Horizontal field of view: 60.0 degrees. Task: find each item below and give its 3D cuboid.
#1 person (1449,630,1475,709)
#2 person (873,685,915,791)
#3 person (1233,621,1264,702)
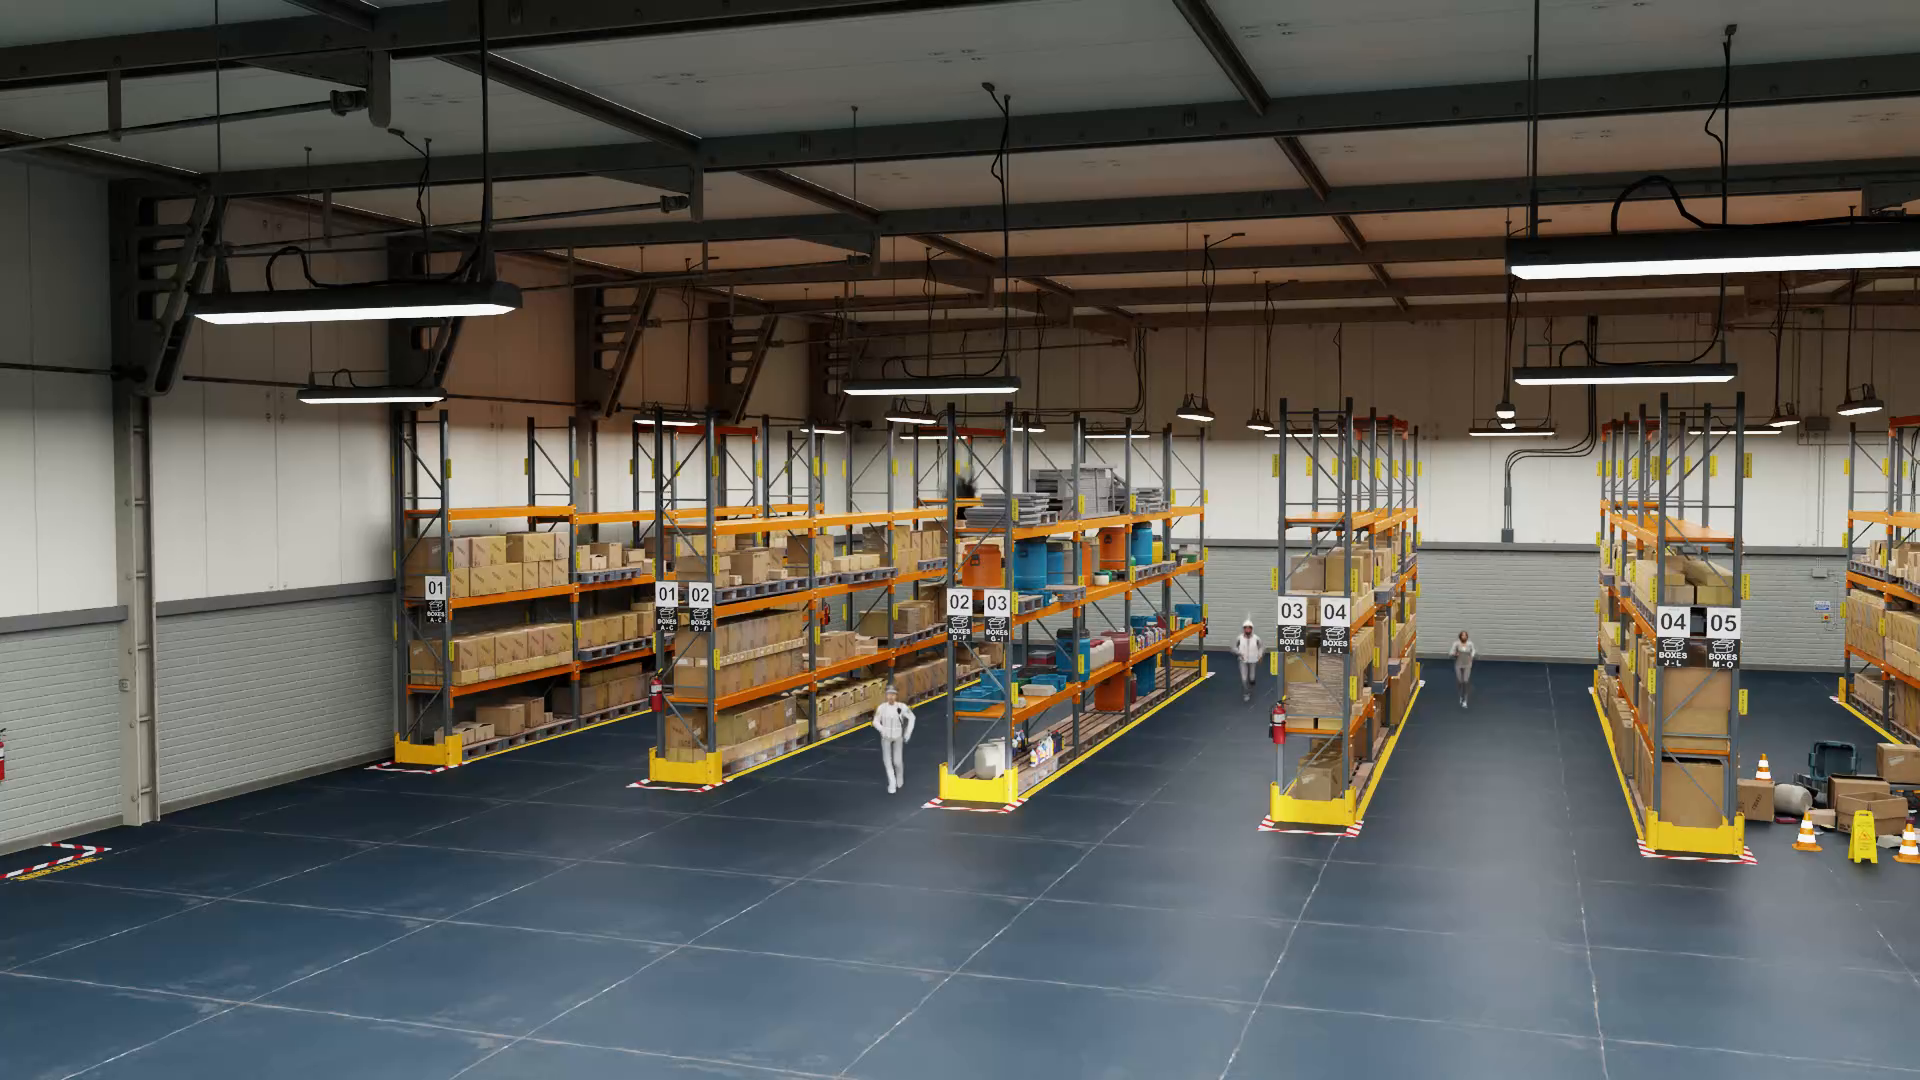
[{"bbox_3d":[10.544,2.705,34.960,0.517,1.634,0.776,1,3,17],"label":"person"},{"bbox_3d":[-1.034,3.070,25.683,0.640,1.666,0.552,0,2,4],"label":"person"},{"bbox_3d":[6.205,2.611,35.795,0.659,1.730,0.579,0,2,10],"label":"person"}]
